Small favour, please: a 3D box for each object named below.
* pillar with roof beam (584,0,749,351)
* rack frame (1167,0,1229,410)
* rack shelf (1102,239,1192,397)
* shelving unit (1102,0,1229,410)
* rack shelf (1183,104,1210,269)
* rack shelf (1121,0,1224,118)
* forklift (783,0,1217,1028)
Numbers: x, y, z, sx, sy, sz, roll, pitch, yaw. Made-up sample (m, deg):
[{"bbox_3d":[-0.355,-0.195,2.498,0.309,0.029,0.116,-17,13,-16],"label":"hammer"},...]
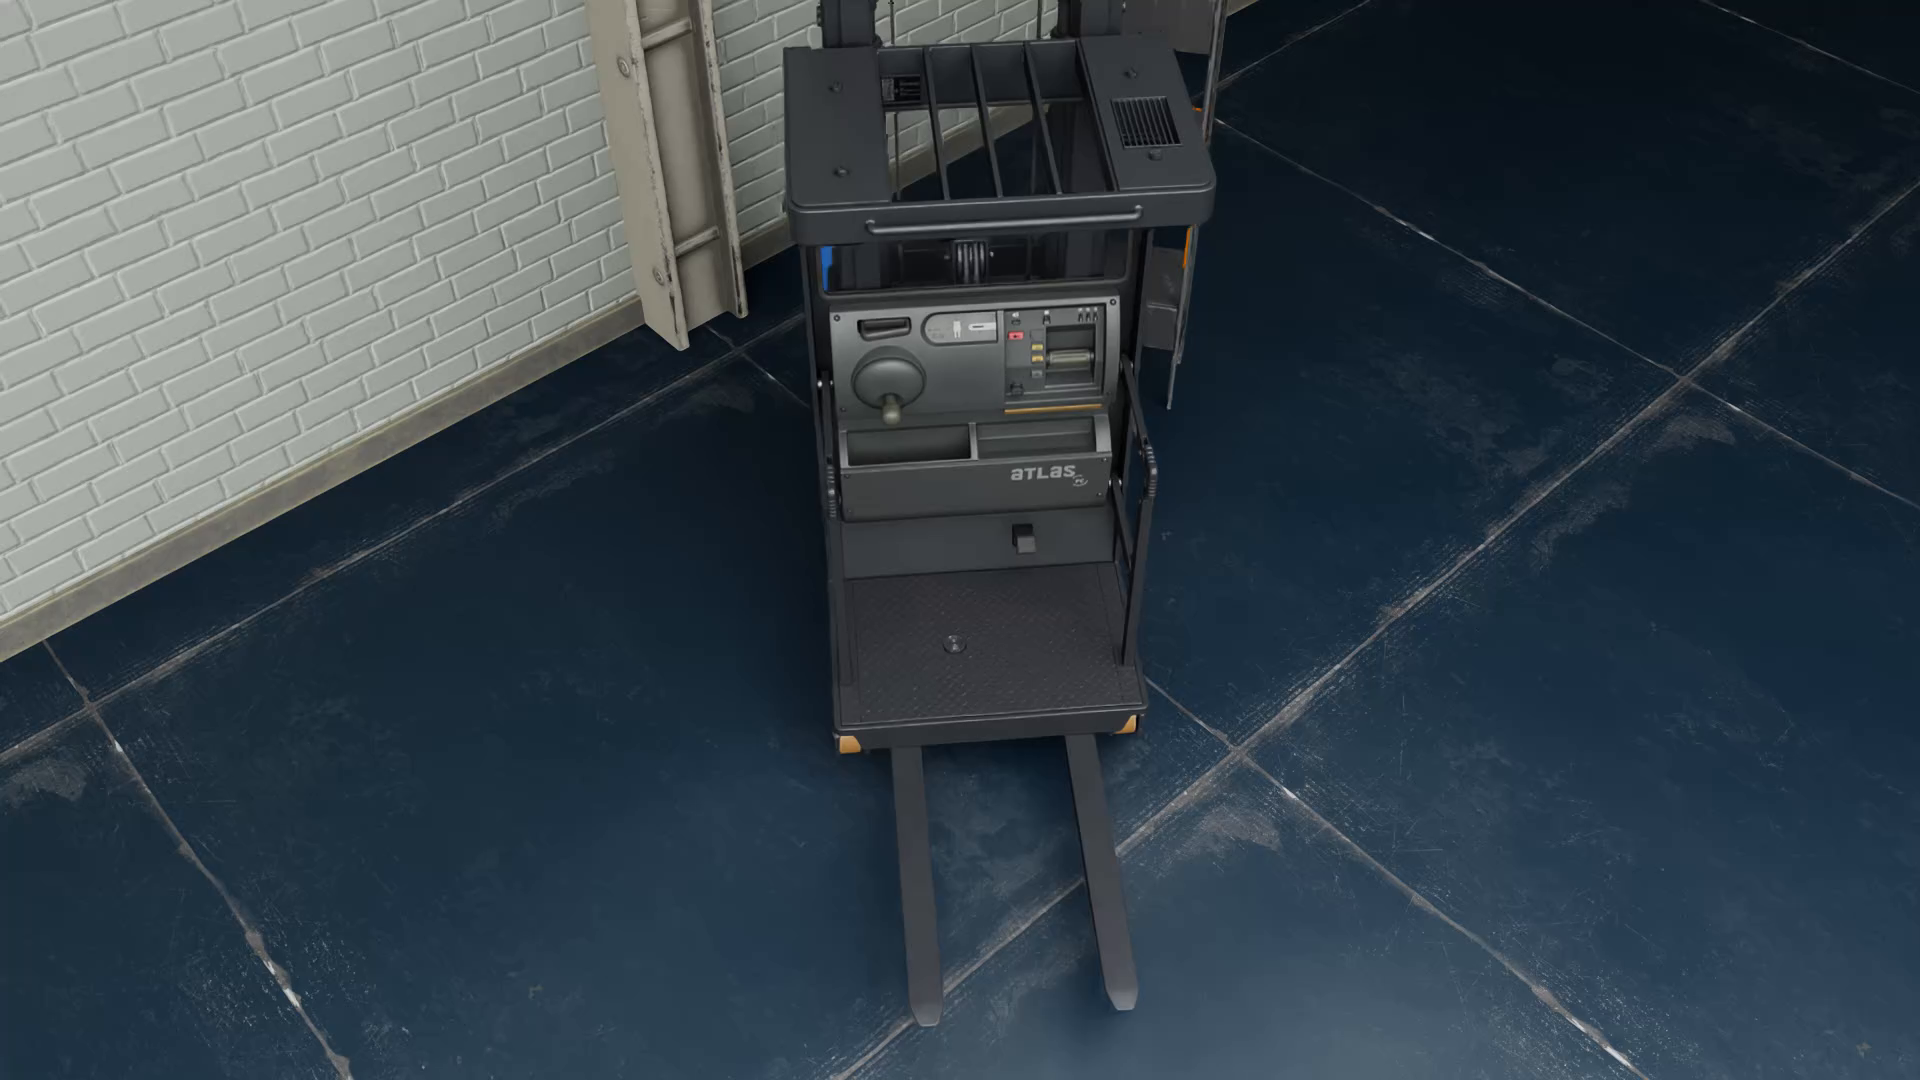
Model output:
[{"bbox_3d":[1.670,-1.747,2.239,0.400,9.000,9.100,-34,56,-27],"label":"pillar with roof beam"},{"bbox_3d":[0.958,-1.425,6.636,0.015,2.100,0.400,10,48,9],"label":"rack frame"},{"bbox_3d":[0.721,-0.982,7.198,0.480,0.518,0.431,10,48,9],"label":"rack shelf"},{"bbox_3d":[0.721,-1.466,6.674,0.503,2.100,0.431,10,48,9],"label":"shelving unit"},{"bbox_3d":[0.721,-1.457,6.684,0.480,0.518,0.431,10,48,9],"label":"rack shelf"},{"bbox_3d":[0.721,-1.932,6.170,0.480,0.518,0.431,10,48,9],"label":"rack shelf"},{"bbox_3d":[0.073,-0.487,5.205,1.130,2.935,3.031,-4,47,-3],"label":"forklift"}]
